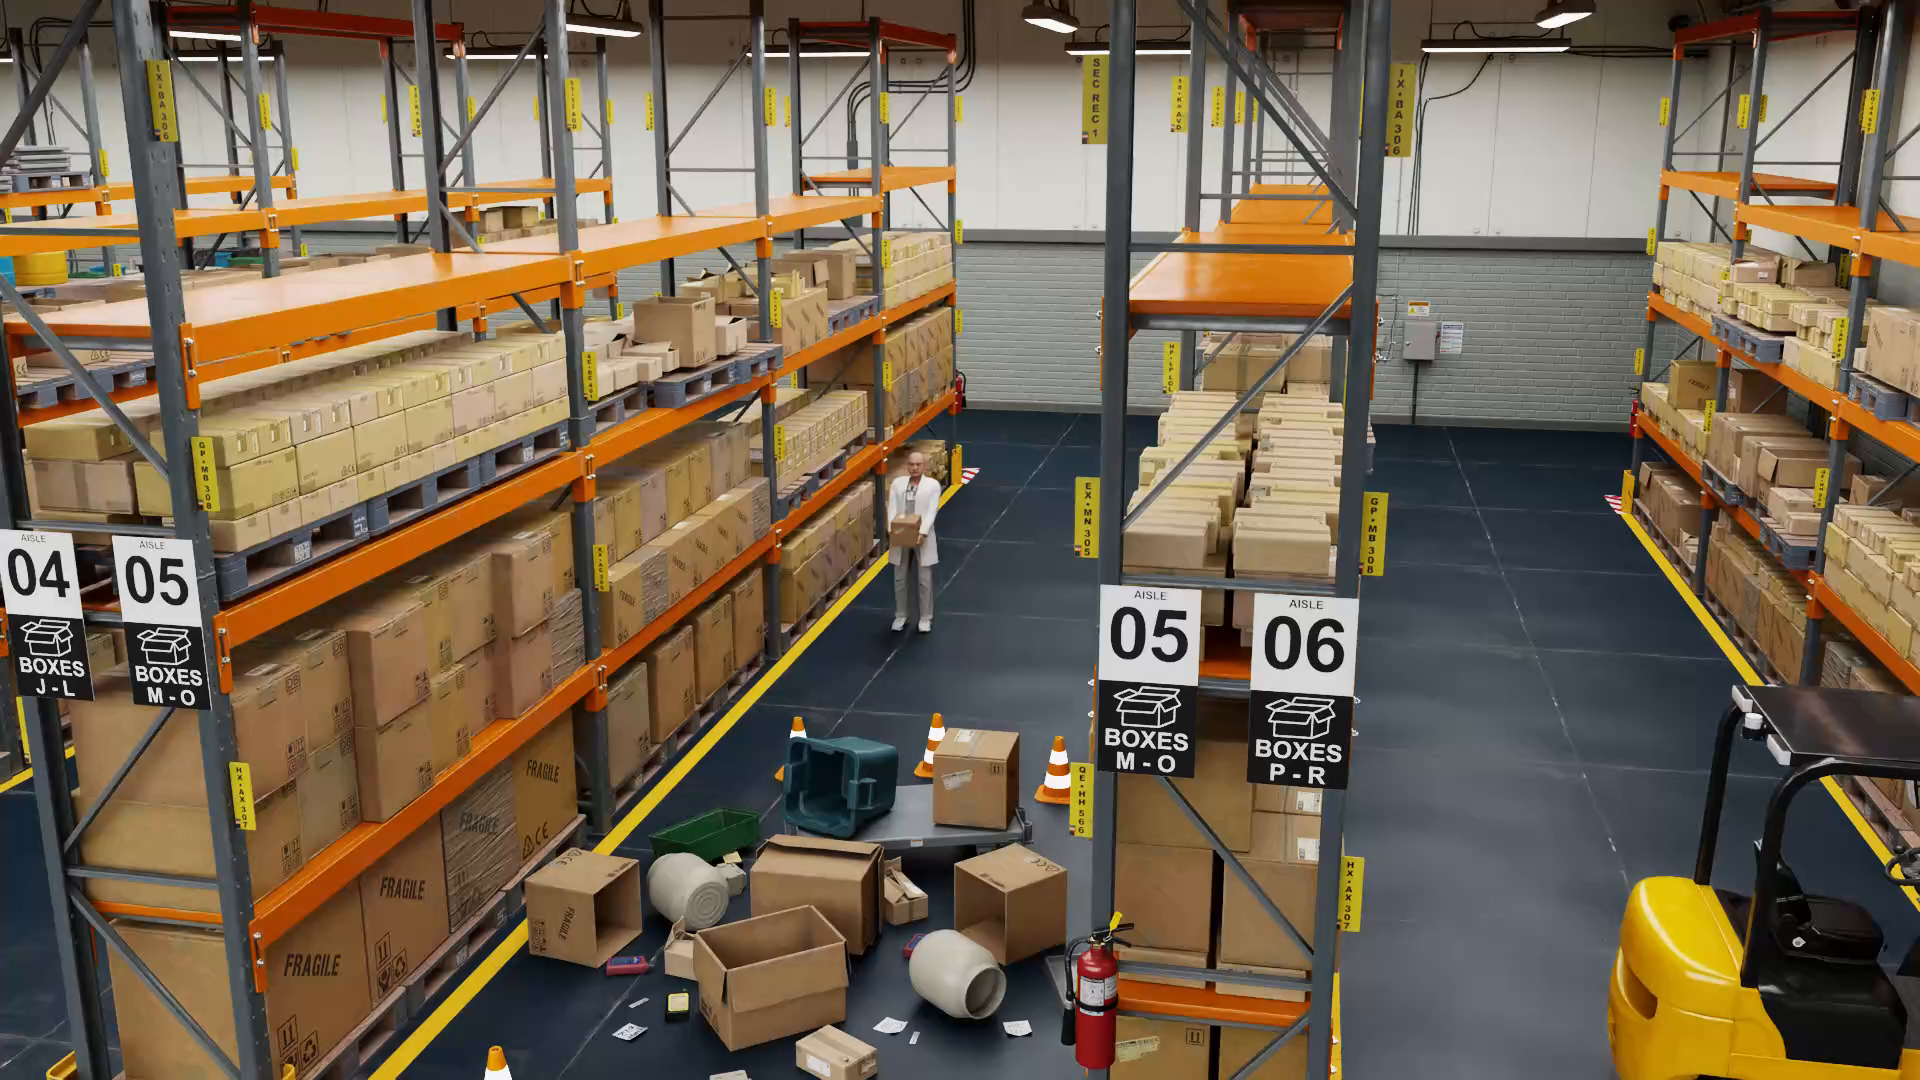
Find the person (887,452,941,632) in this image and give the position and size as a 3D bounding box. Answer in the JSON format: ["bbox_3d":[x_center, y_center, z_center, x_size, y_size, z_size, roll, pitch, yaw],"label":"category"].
[{"bbox_3d":[-0.476,0.059,16.385,0.528,1.729,0.548,3,15,12],"label":"person"}]
